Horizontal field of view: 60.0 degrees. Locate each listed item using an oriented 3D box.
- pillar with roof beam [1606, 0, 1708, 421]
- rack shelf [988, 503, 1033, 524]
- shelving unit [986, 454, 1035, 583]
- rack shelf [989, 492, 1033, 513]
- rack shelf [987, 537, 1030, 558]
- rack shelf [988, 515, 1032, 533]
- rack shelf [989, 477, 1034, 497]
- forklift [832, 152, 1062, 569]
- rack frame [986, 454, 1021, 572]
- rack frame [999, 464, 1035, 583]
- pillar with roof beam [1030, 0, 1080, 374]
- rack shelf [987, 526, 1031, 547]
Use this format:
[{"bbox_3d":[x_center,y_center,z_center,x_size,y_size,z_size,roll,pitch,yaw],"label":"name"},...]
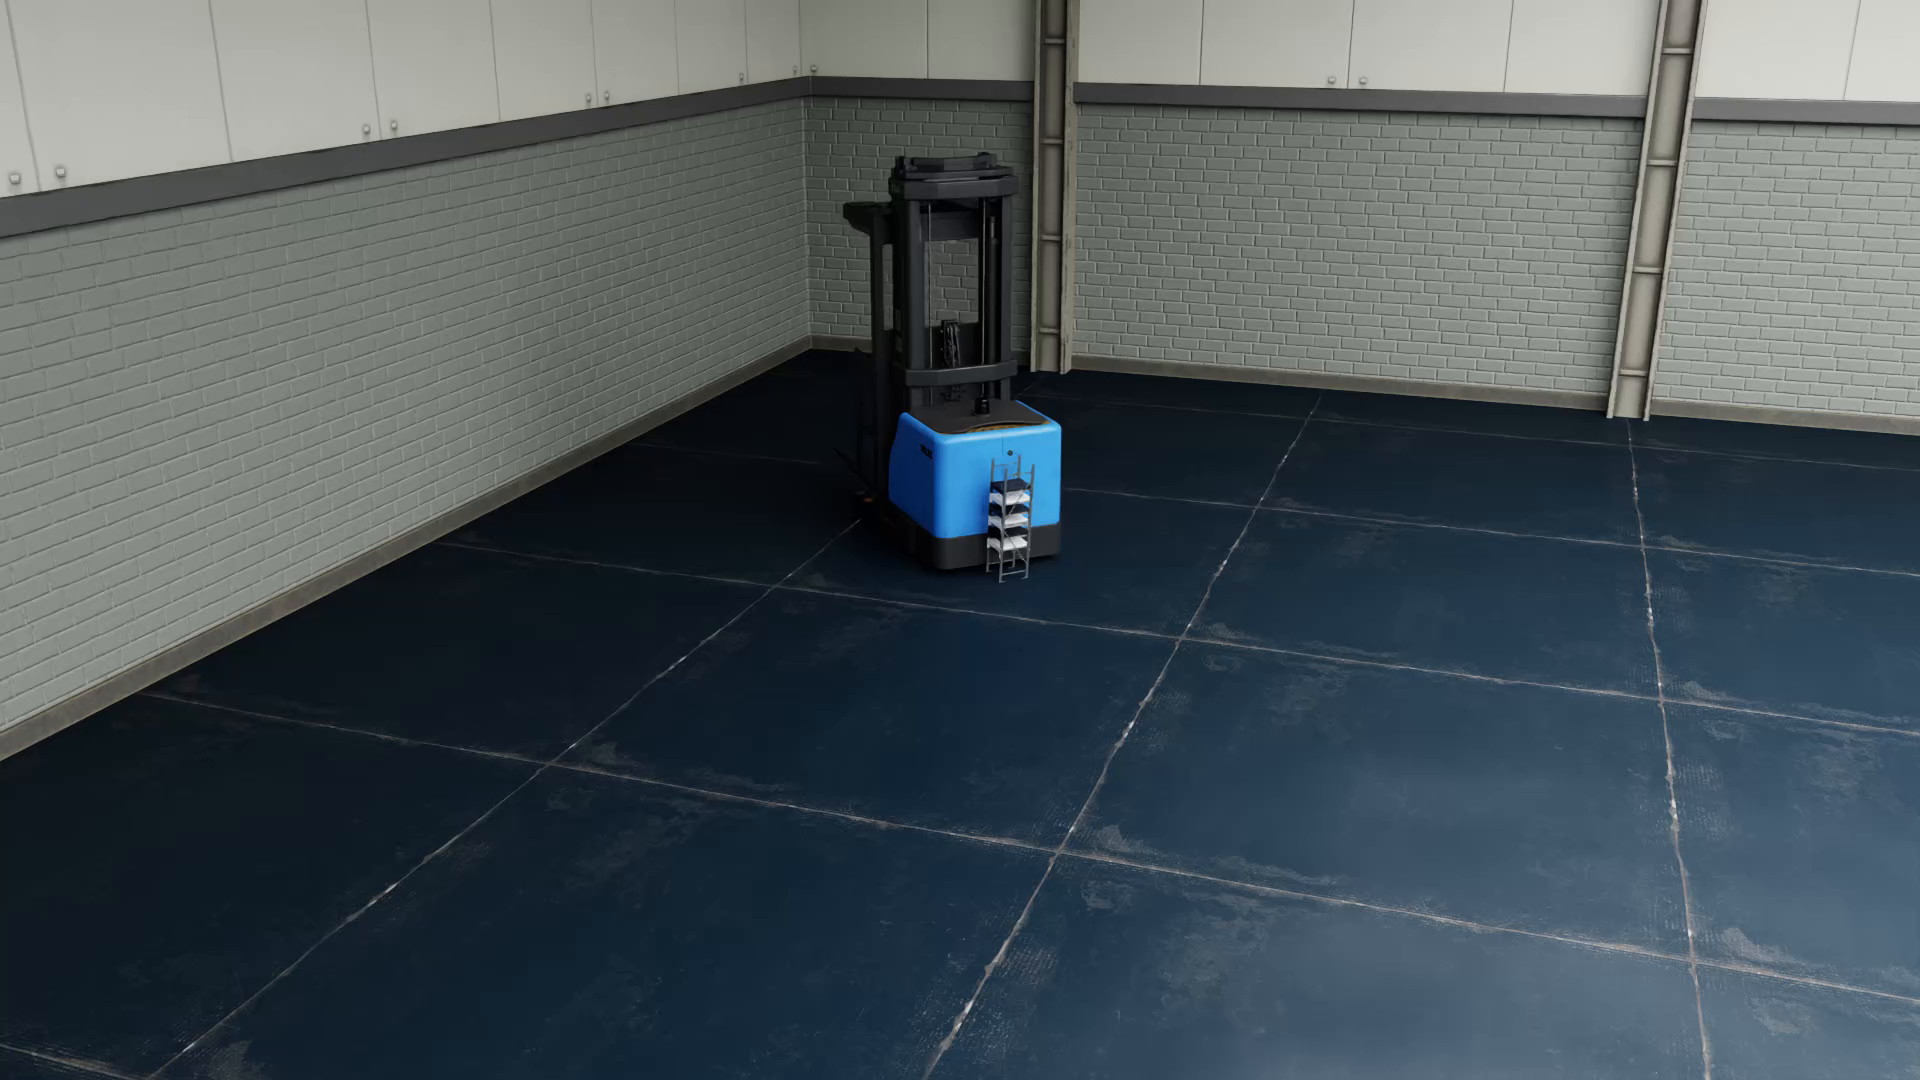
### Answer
[{"bbox_3d":[5.267,-4.157,11.331,0.400,9.000,9.100,7,20,18],"label":"pillar with roof beam"},{"bbox_3d":[0.366,-0.205,12.102,0.258,0.077,0.200,-9,27,-25],"label":"rack shelf"},{"bbox_3d":[0.364,-0.154,12.125,0.258,0.900,0.210,-9,27,-25],"label":"shelving unit"},{"bbox_3d":[0.370,-0.288,12.066,0.258,0.077,0.200,-9,27,-25],"label":"rack shelf"},{"bbox_3d":[0.355,0.041,12.211,0.258,0.077,0.200,-9,27,-25],"label":"rack shelf"},{"bbox_3d":[0.363,-0.123,12.139,0.258,0.077,0.200,-9,27,-25],"label":"rack shelf"},{"bbox_3d":[0.374,-0.370,12.029,0.258,0.077,0.200,-9,27,-25],"label":"rack shelf"},{"bbox_3d":[-0.260,-1.615,13.255,1.130,2.935,3.031,-8,21,-21],"label":"forklift"},{"bbox_3d":[0.319,-0.192,12.207,0.240,0.900,0.006,-9,27,-25],"label":"rack frame"},{"bbox_3d":[0.410,-0.115,12.043,0.240,0.900,0.006,-9,27,-25],"label":"rack frame"},{"bbox_3d":[-0.400,-4.805,13.190,0.400,9.000,9.100,7,20,18],"label":"pillar with roof beam"},{"bbox_3d":[0.359,-0.041,12.175,0.258,0.077,0.200,-9,27,-25],"label":"rack shelf"}]
